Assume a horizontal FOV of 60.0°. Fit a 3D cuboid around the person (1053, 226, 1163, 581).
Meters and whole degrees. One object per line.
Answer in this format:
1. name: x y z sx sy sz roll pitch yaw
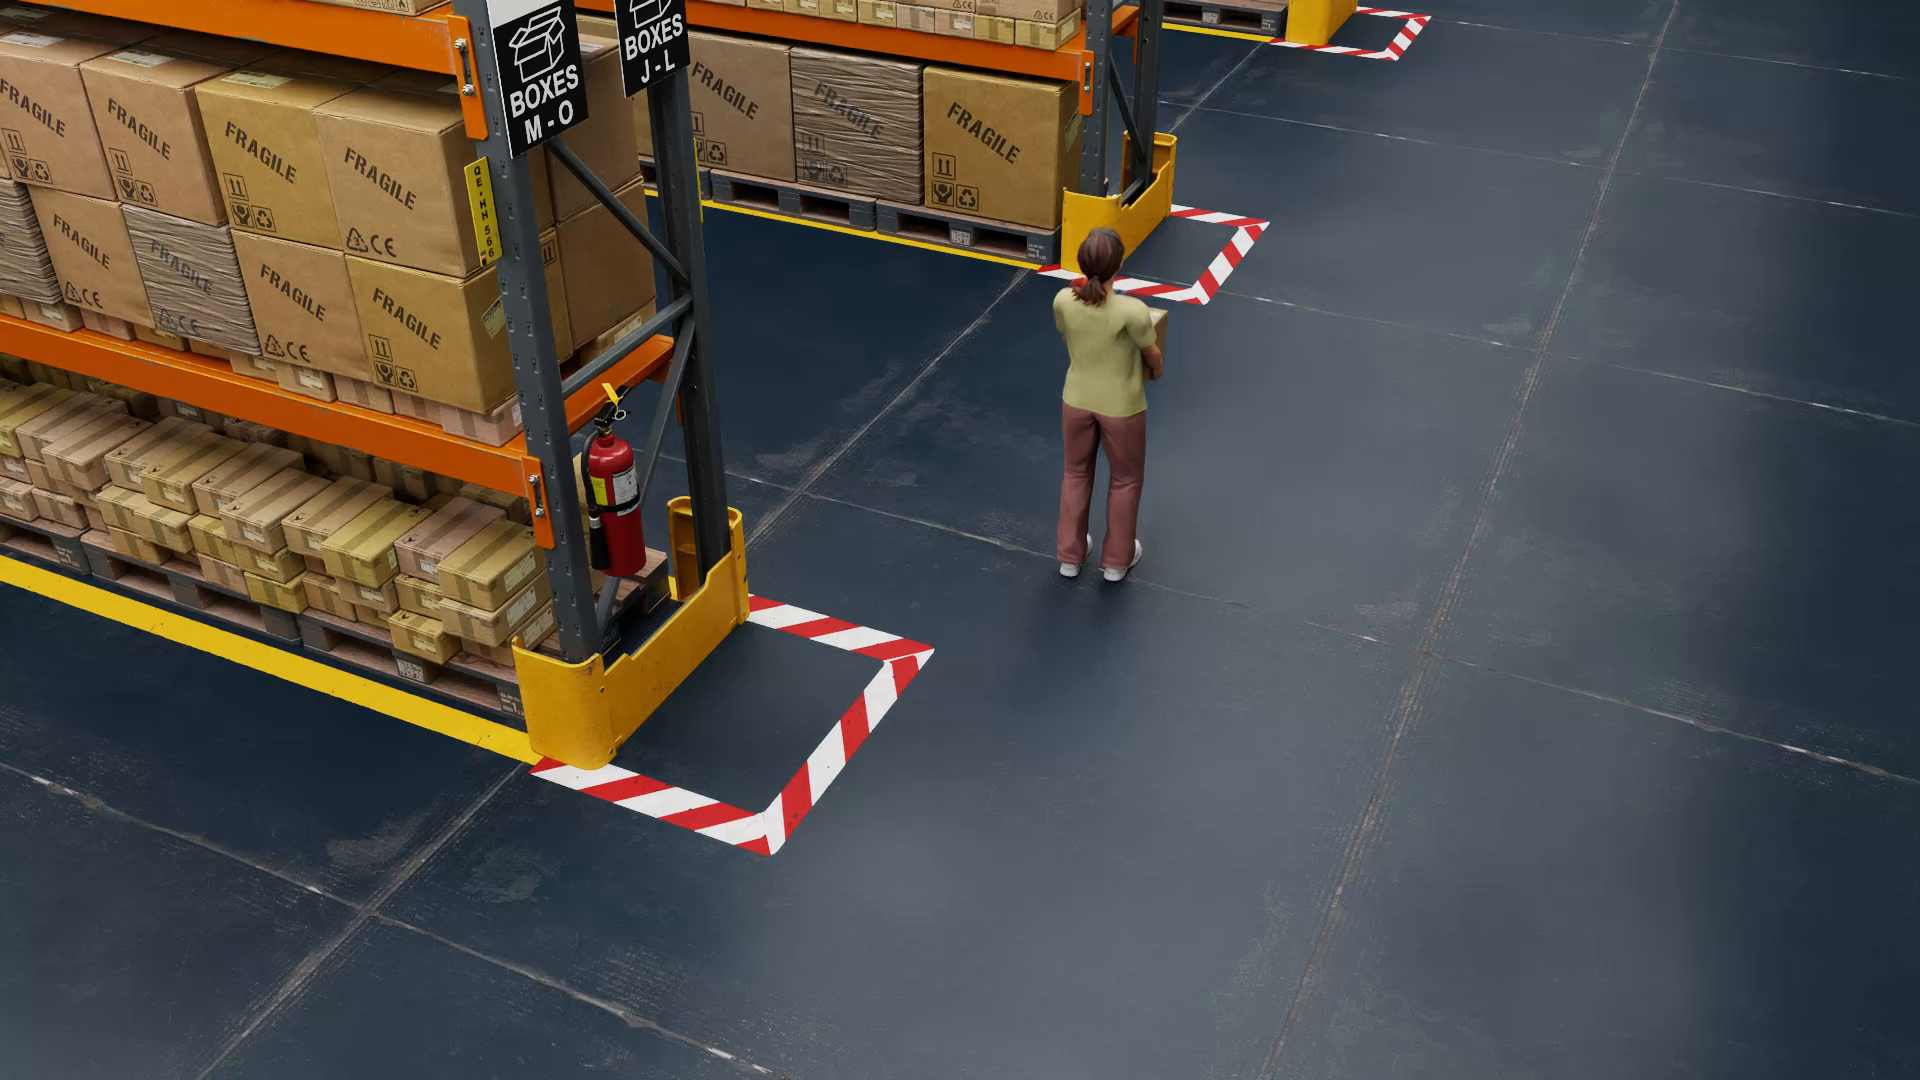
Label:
1. person: 0.621 -0.587 7.029 0.428 1.662 0.552 14 36 20
